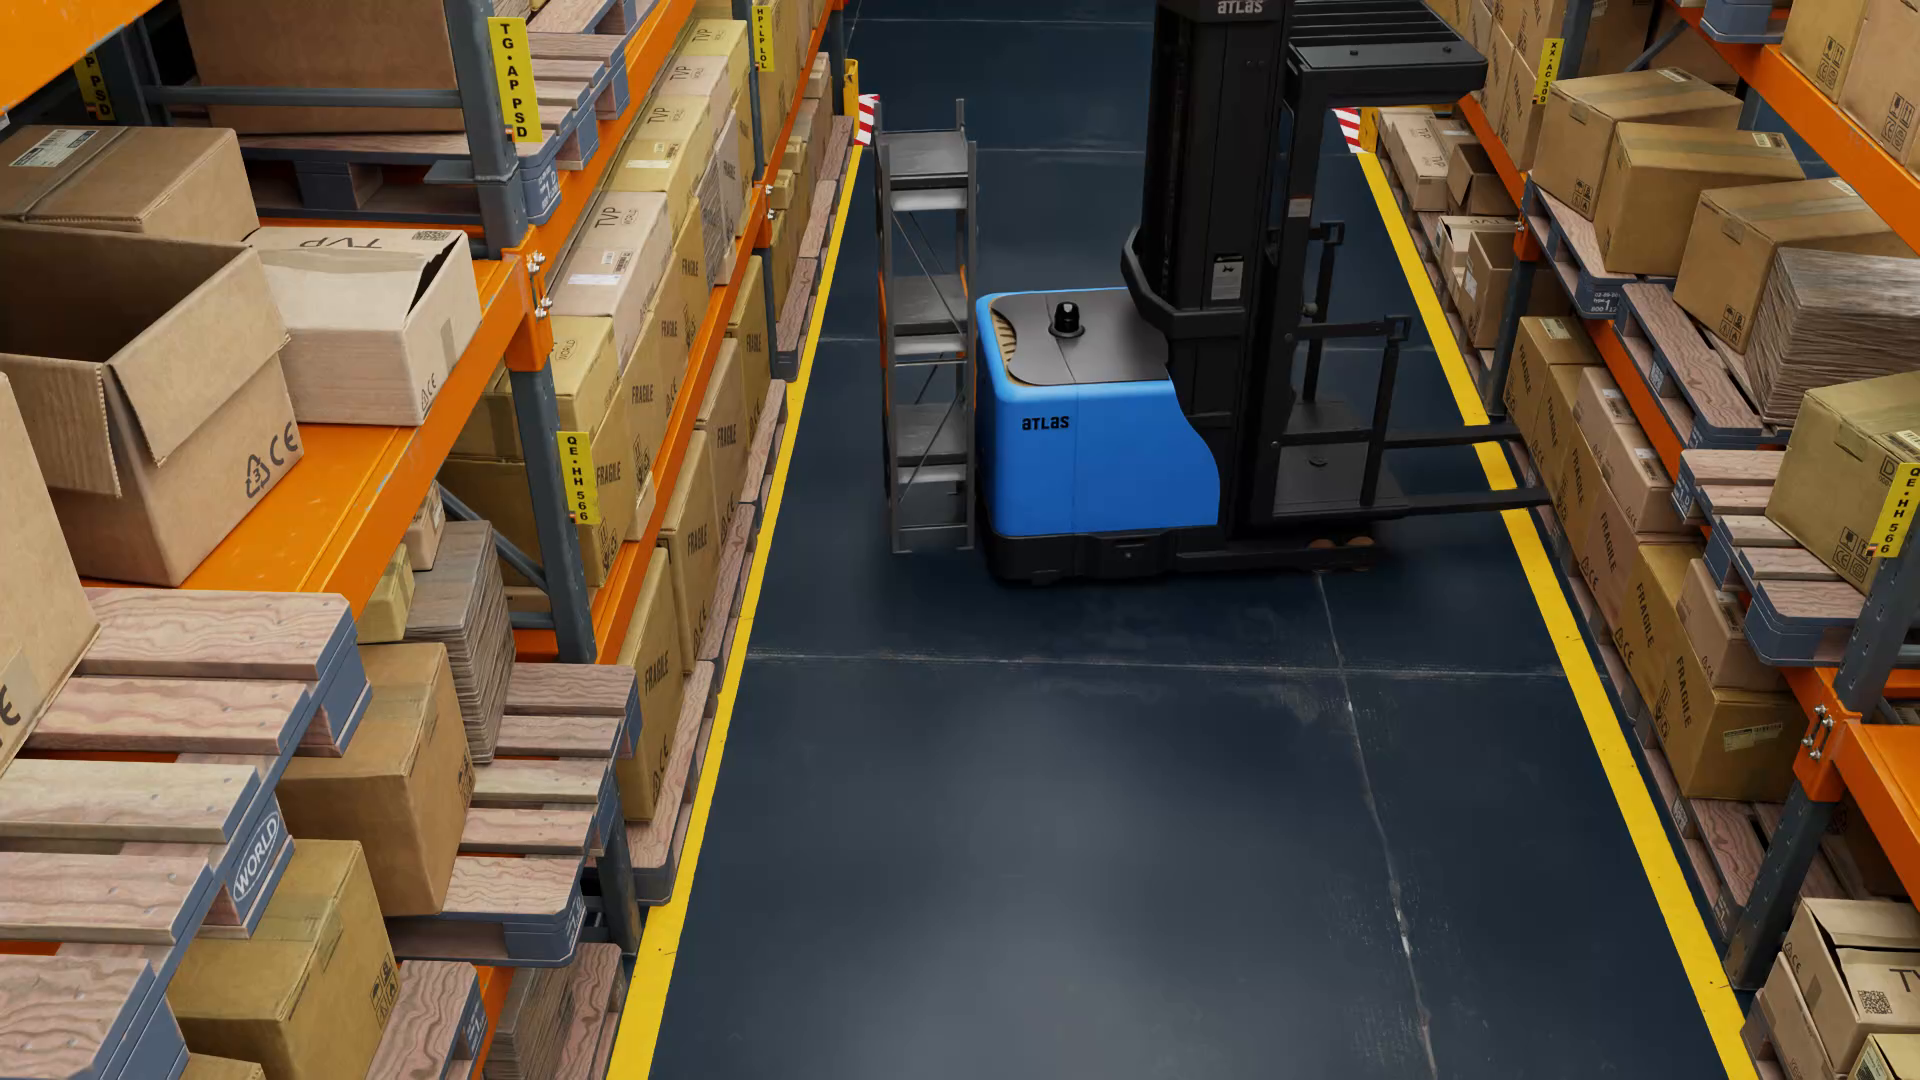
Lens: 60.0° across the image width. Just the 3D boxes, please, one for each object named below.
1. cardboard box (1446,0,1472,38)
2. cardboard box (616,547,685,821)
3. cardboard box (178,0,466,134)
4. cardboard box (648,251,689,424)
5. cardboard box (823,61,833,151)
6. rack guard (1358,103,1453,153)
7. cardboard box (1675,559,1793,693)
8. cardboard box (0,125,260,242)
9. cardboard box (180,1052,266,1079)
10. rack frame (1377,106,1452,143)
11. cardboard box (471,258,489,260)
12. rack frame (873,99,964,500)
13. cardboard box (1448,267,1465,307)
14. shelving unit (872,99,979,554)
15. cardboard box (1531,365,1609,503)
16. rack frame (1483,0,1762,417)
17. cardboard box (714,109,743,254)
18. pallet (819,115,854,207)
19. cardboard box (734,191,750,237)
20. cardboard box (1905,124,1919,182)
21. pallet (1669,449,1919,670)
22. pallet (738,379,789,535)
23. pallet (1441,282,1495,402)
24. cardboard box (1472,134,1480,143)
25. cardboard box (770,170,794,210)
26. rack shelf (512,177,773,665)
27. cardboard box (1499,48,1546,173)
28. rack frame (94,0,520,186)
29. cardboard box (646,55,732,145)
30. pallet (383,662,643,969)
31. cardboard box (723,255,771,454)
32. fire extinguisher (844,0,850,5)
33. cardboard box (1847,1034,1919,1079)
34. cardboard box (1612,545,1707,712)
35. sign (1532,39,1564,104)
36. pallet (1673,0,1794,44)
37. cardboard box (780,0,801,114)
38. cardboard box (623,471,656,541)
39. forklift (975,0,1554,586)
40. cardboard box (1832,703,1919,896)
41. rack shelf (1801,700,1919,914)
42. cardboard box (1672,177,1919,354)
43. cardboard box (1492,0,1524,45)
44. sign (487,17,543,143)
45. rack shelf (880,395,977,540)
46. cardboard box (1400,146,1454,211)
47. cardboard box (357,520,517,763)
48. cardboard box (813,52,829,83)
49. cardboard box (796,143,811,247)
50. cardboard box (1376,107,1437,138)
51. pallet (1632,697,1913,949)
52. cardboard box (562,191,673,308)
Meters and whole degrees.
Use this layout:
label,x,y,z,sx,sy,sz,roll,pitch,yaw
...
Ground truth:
label,x,y,z,sx,sy,sz,roll,pitch,yaw
cardboard box,3.248,-3.152,10.039,0.500,0.500,0.500,2,35,3
cardboard box,-1.521,0.540,6.377,0.750,0.750,0.750,1,35,1
cardboard box,-1.720,-1.471,4.656,0.700,0.500,0.500,-1,35,-2
cardboard box,-1.355,-0.778,6.385,0.500,0.500,0.500,1,35,2
cardboard box,-1.288,-3.089,11.845,0.700,0.500,0.500,1,35,2
rack guard,3.587,-3.166,12.320,1.175,0.500,0.348,1,35,2
cardboard box,3.070,0.325,6.318,0.500,0.250,0.500,3,35,4
cardboard box,-1.940,-0.616,3.805,0.500,0.500,0.500,1,35,2
cardboard box,-1.763,1.338,3.268,0.700,0.500,0.500,6,36,8
rack frame,3.590,-4.232,11.663,1.000,3.000,0.127,1,35,2
cardboard box,-1.898,-0.790,5.750,0.500,0.250,0.500,0,35,0
rack frame,-0.183,-1.084,7.966,0.400,2.100,0.015,-4,35,-5
cardboard box,3.124,-1.498,9.870,0.380,0.149,0.250,1,35,2
shelving unit,-0.157,-0.944,7.767,0.431,2.100,0.503,-4,35,-5
cardboard box,3.156,-0.512,8.161,0.500,0.500,0.500,2,35,3
rack frame,3.429,-1.934,8.393,1.000,3.000,0.127,1,35,2
cardboard box,-1.298,-1.653,7.630,0.500,0.500,0.500,2,35,2
pallet,-1.314,-2.742,11.968,1.003,0.211,1.213,1,35,2
cardboard box,-1.238,-1.605,8.126,0.380,0.149,0.250,2,35,3
cardboard box,3.252,-1.155,4.589,0.910,0.500,0.500,1,35,2
pallet,3.226,0.052,5.735,1.213,0.211,1.003,1,35,2
pallet,-1.476,-0.460,8.721,1.003,0.211,1.213,1,35,2
pallet,3.458,-1.187,9.756,1.003,0.211,1.213,1,35,2
cardboard box,3.708,-2.704,11.570,0.380,0.166,0.250,1,35,2
cardboard box,-1.192,-2.080,9.846,0.380,0.149,0.250,2,35,3
rack shelf,-1.601,-0.603,7.125,1.077,0.370,4.000,1,35,2
cardboard box,3.193,-2.268,8.781,0.500,0.500,0.500,2,35,3
rack frame,-1.681,-2.202,3.558,1.000,3.000,0.127,1,35,2
cardboard box,-1.314,-1.956,7.409,0.500,0.250,0.500,2,35,3
pallet,-1.604,0.742,4.752,1.213,0.211,1.003,1,35,2
cardboard box,-1.417,-0.962,8.514,0.750,0.750,0.750,2,35,2
fire extinguisher,-0.893,-4.236,12.060,0.296,0.674,0.183,1,35,2
cardboard box,2.941,1.684,4.783,0.500,0.311,0.500,1,35,1
cardboard box,3.093,0.367,6.911,0.500,0.500,0.500,0,35,0
sign,2.887,-2.296,8.156,0.100,0.325,0.005,1,35,2
pallet,3.294,-2.115,6.206,1.213,0.211,1.003,1,35,2
cardboard box,-1.448,-2.899,9.506,0.980,0.700,0.700,0,35,1
cardboard box,-1.323,-0.132,6.031,0.380,0.149,0.250,2,35,3
forklift,1.604,-1.337,7.604,3.031,2.935,1.130,-4,35,-5
cardboard box,3.572,0.952,6.078,0.500,0.500,0.500,3,35,4
rack shelf,3.188,1.808,3.695,1.077,0.370,4.000,1,35,2
cardboard box,3.420,-1.130,6.797,0.700,0.500,0.500,-7,36,-10
cardboard box,3.209,-2.975,8.917,0.500,0.500,0.500,1,35,1
sign,-1.139,-1.173,4.252,0.100,0.325,0.005,1,35,2
rack shelf,-0.157,-0.360,8.177,0.431,0.518,0.480,-4,35,-5
cardboard box,3.244,-2.407,11.074,0.500,0.250,0.500,1,35,2
cardboard box,-1.690,0.301,4.743,0.700,0.500,0.500,-3,35,-4
cardboard box,-1.111,-3.276,11.548,0.380,0.149,0.250,1,35,1
cardboard box,-1.342,-2.206,10.589,0.700,0.500,0.500,2,35,3
cardboard box,3.230,-3.013,12.025,0.380,0.149,0.250,1,35,2
pallet,3.336,1.077,6.534,1.003,0.211,1.213,1,35,2
cardboard box,-1.369,-1.077,6.158,0.500,0.250,0.500,2,35,2
